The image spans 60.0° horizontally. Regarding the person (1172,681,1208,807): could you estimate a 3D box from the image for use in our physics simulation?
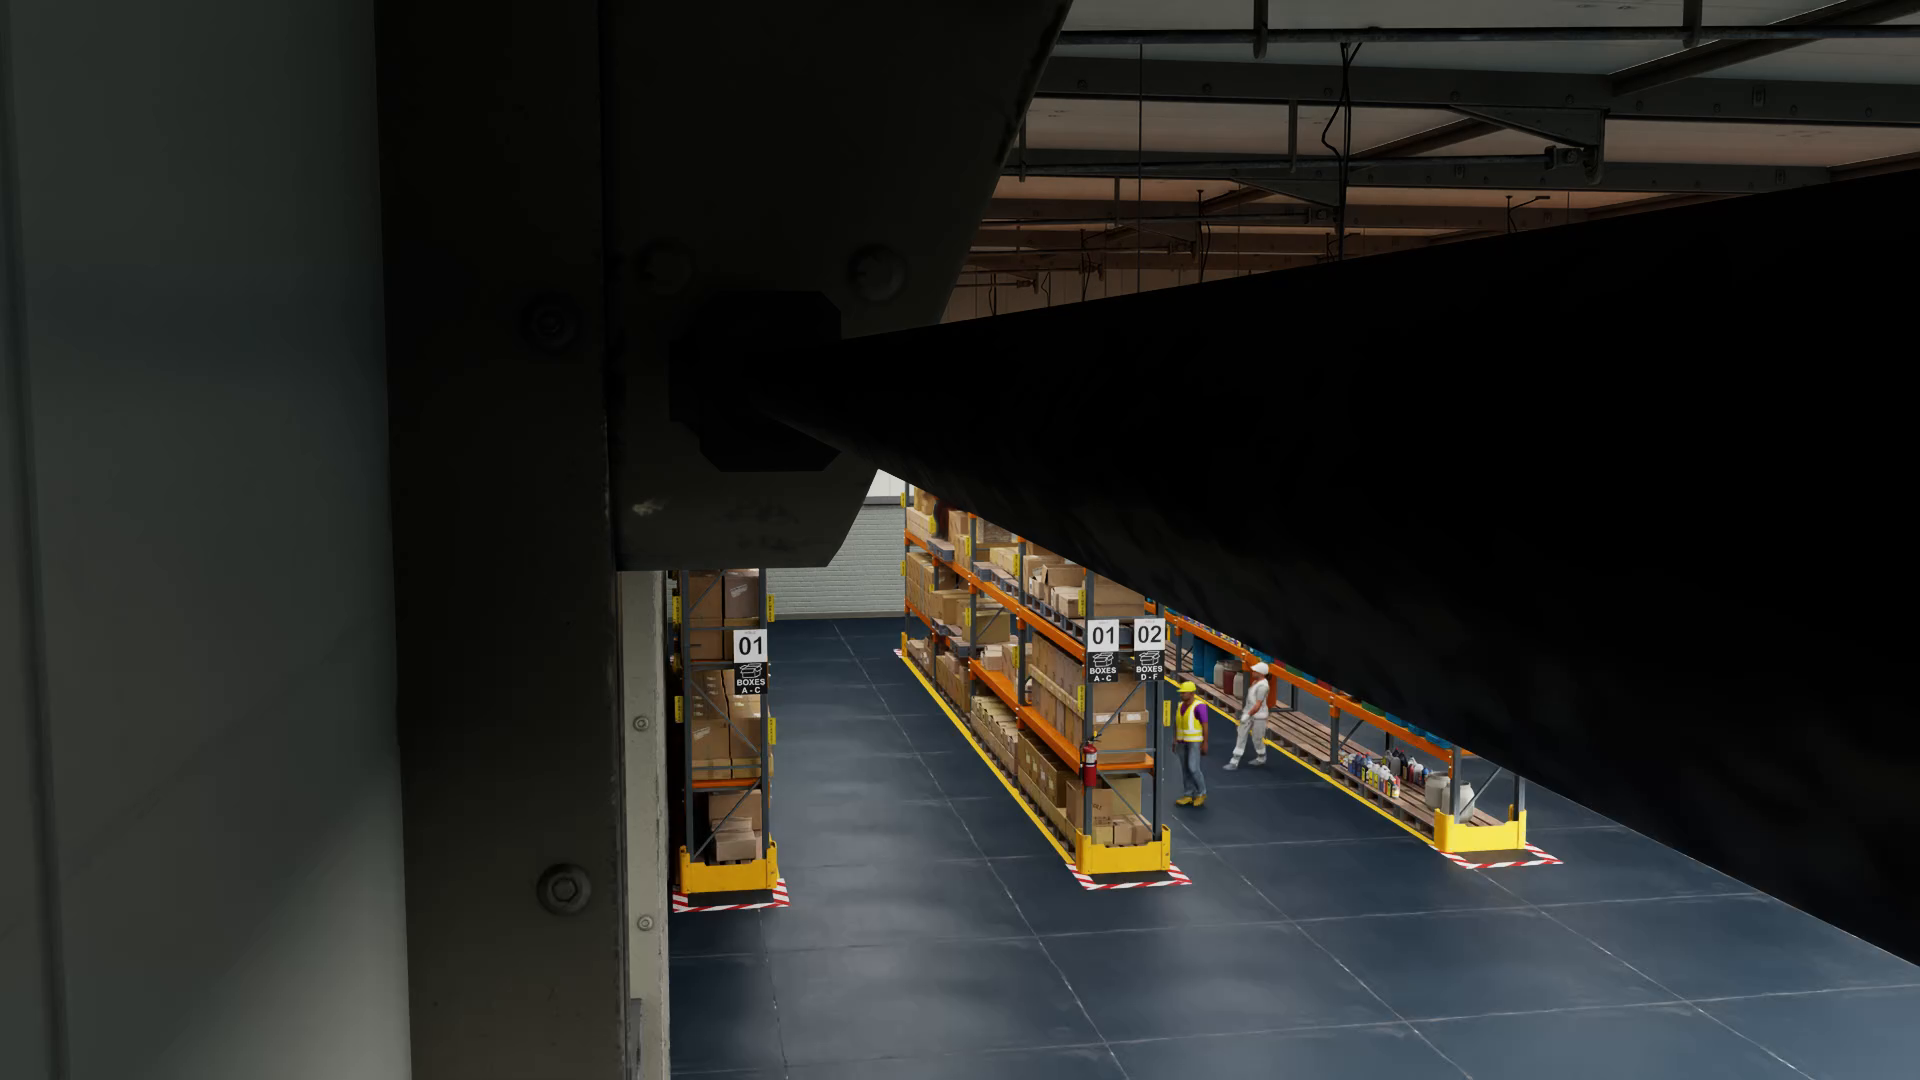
[{"bbox_3d":[3.317,2.953,24.151,0.409,1.791,0.628,-5,8,-40],"label":"person"}]

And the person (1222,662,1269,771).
[{"bbox_3d":[4.575,2.752,25.967,0.541,1.713,0.975,5,8,42],"label":"person"}]
